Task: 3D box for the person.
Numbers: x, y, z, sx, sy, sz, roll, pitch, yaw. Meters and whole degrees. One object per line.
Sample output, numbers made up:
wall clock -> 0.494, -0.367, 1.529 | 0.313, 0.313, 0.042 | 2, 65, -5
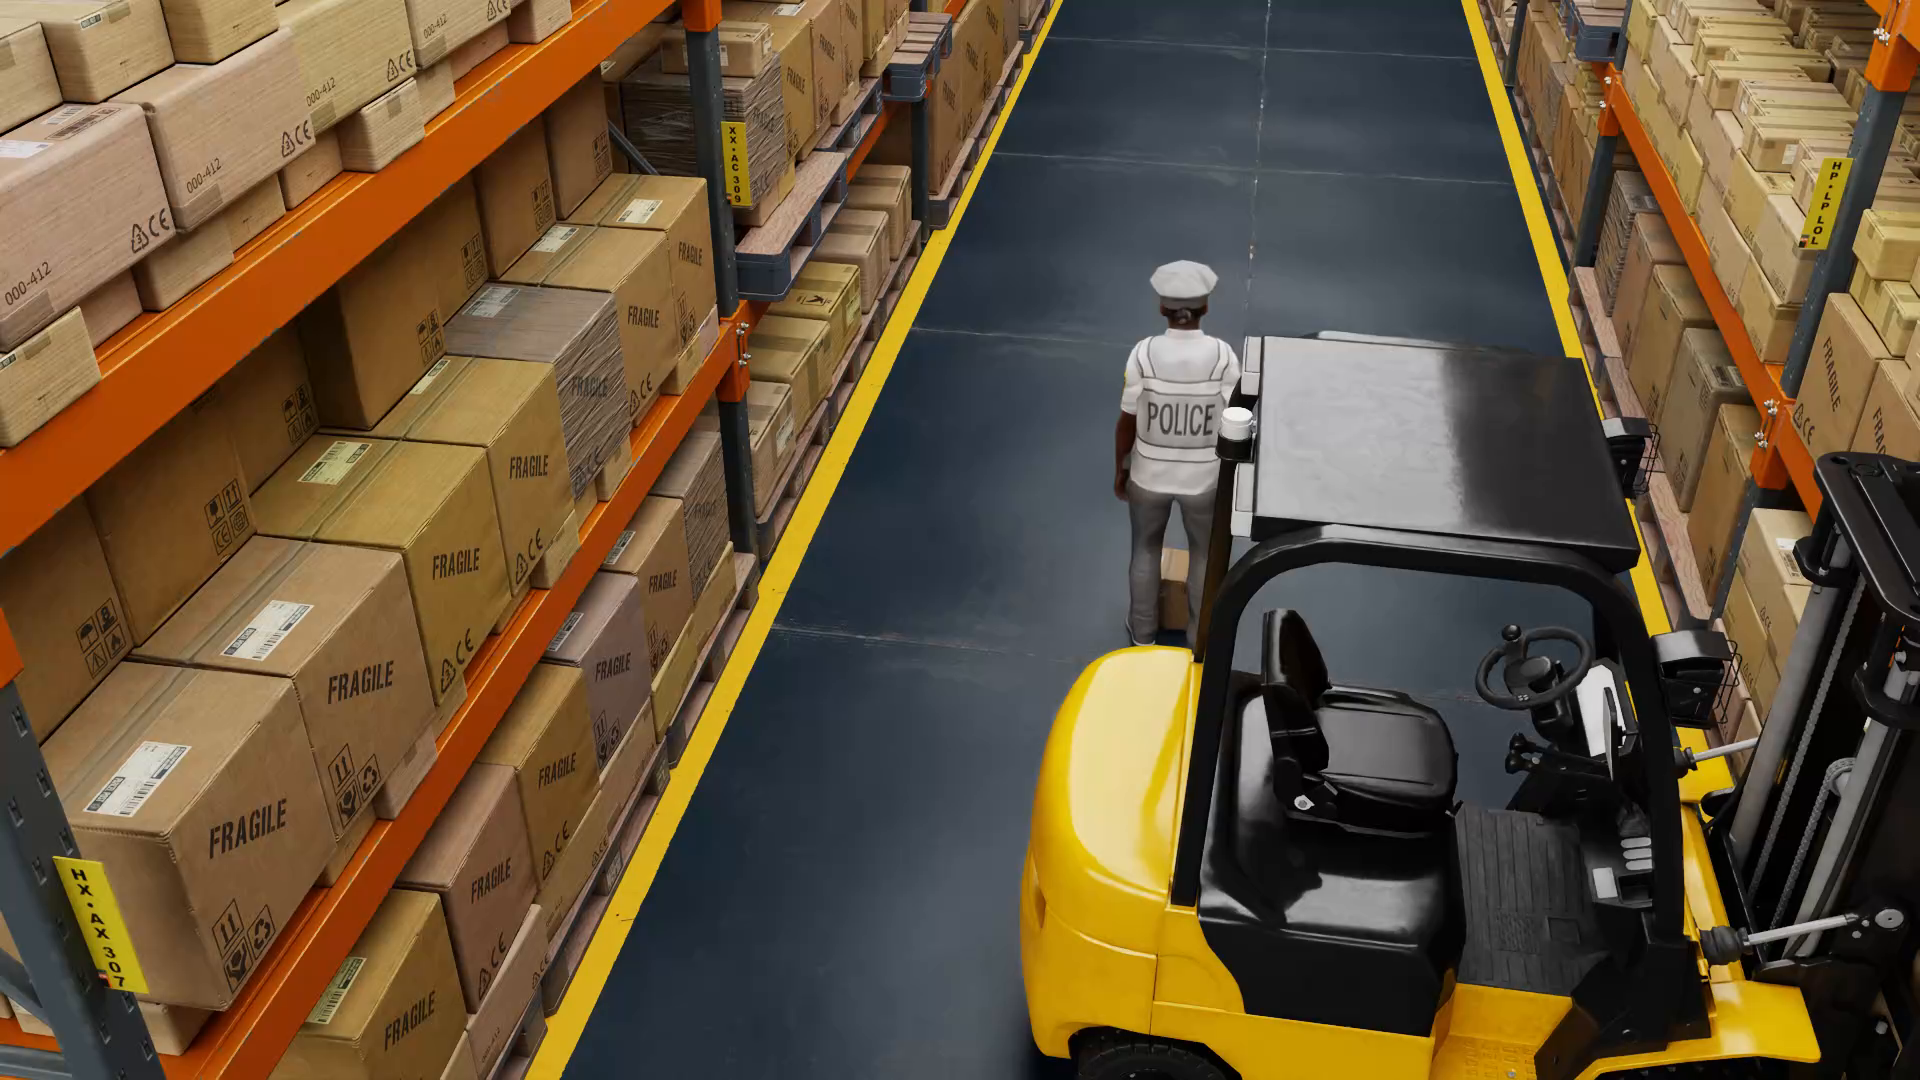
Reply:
person -> 0.861, -0.266, 6.557 | 0.513, 1.656, 0.426 | 4, 33, 6
